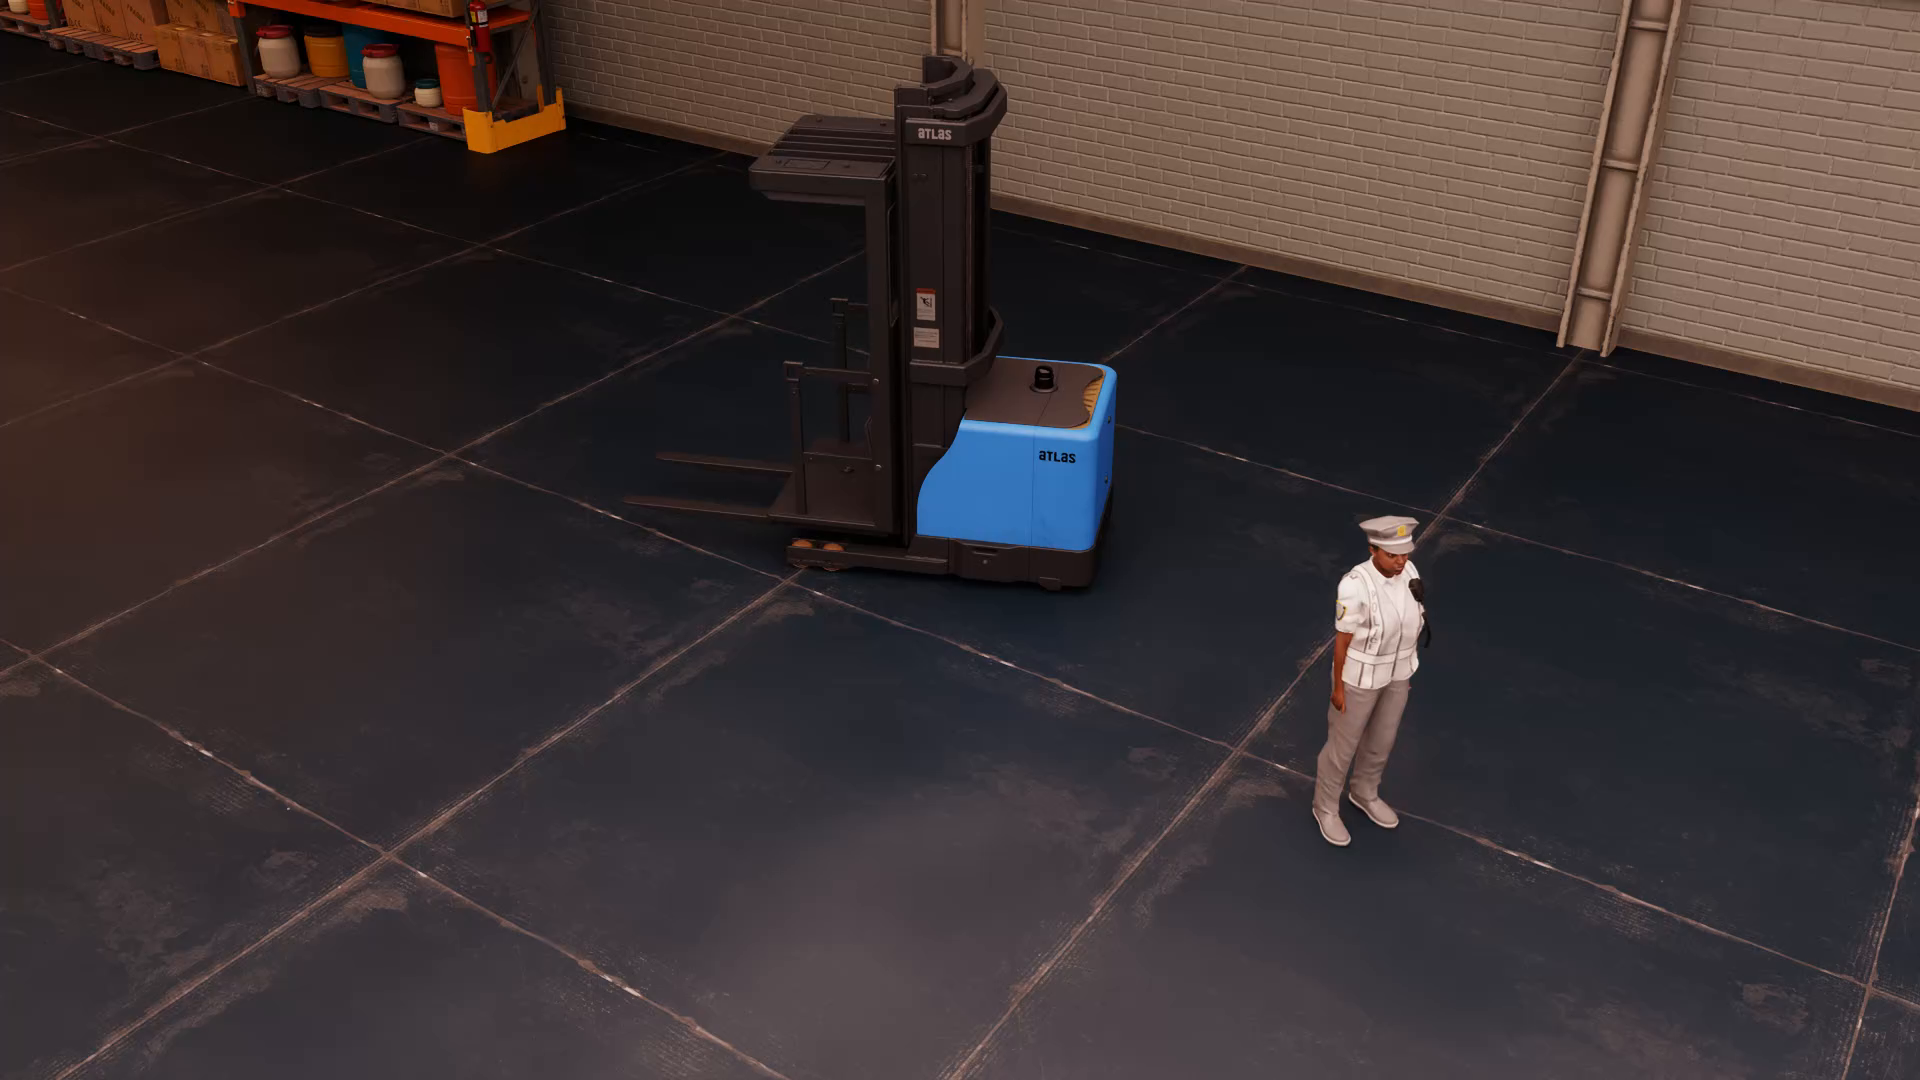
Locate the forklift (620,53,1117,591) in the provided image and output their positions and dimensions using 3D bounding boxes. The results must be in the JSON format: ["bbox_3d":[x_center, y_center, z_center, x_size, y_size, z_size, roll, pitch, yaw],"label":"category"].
[{"bbox_3d":[-0.596,-1.330,9.871,3.031,2.935,1.130,6,31,10],"label":"forklift"}]

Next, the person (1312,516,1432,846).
[{"bbox_3d":[1.922,0.632,7.733,0.441,1.692,0.337,-14,33,-23],"label":"person"}]
